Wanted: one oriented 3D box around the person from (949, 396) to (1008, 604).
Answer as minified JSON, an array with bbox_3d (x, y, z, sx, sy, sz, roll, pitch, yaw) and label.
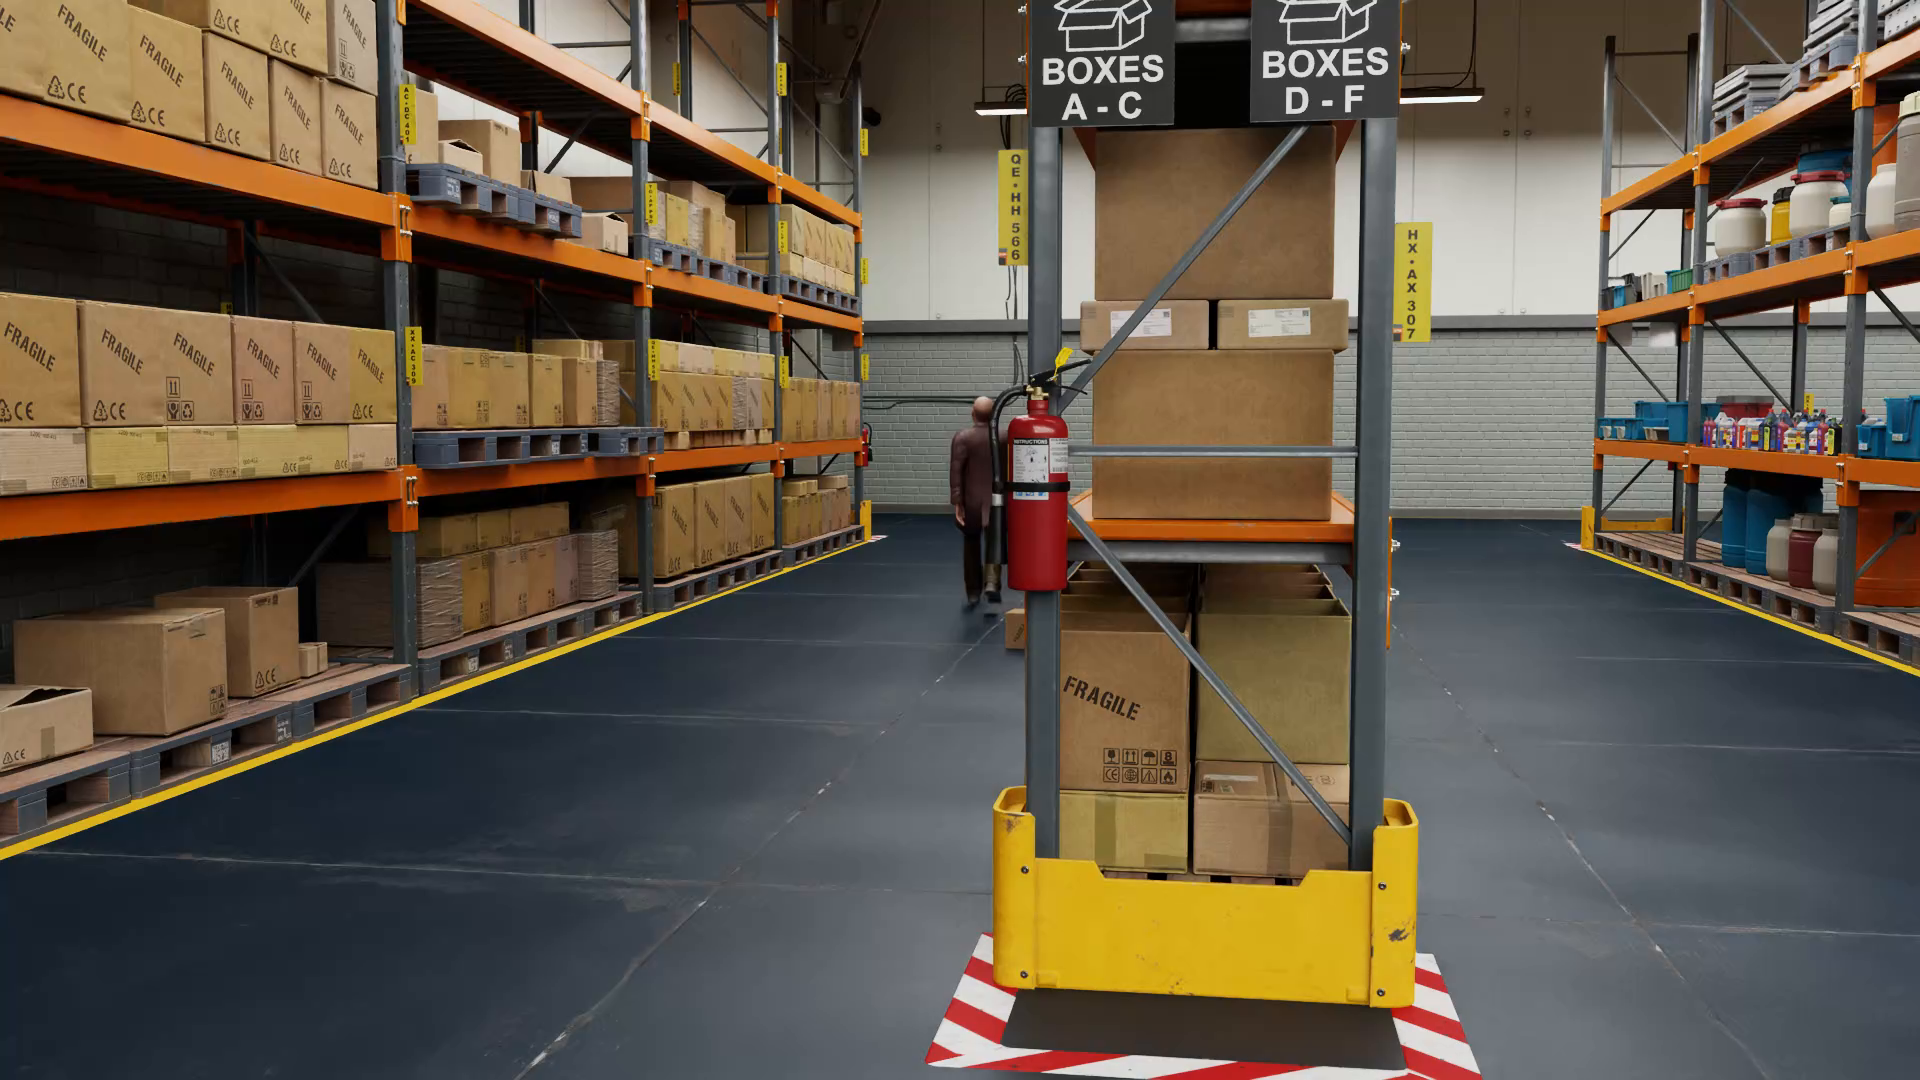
[{"bbox_3d":[0.202,-0.320,13.763,0.565,1.732,1.082,0,4,2],"label":"person"}]
